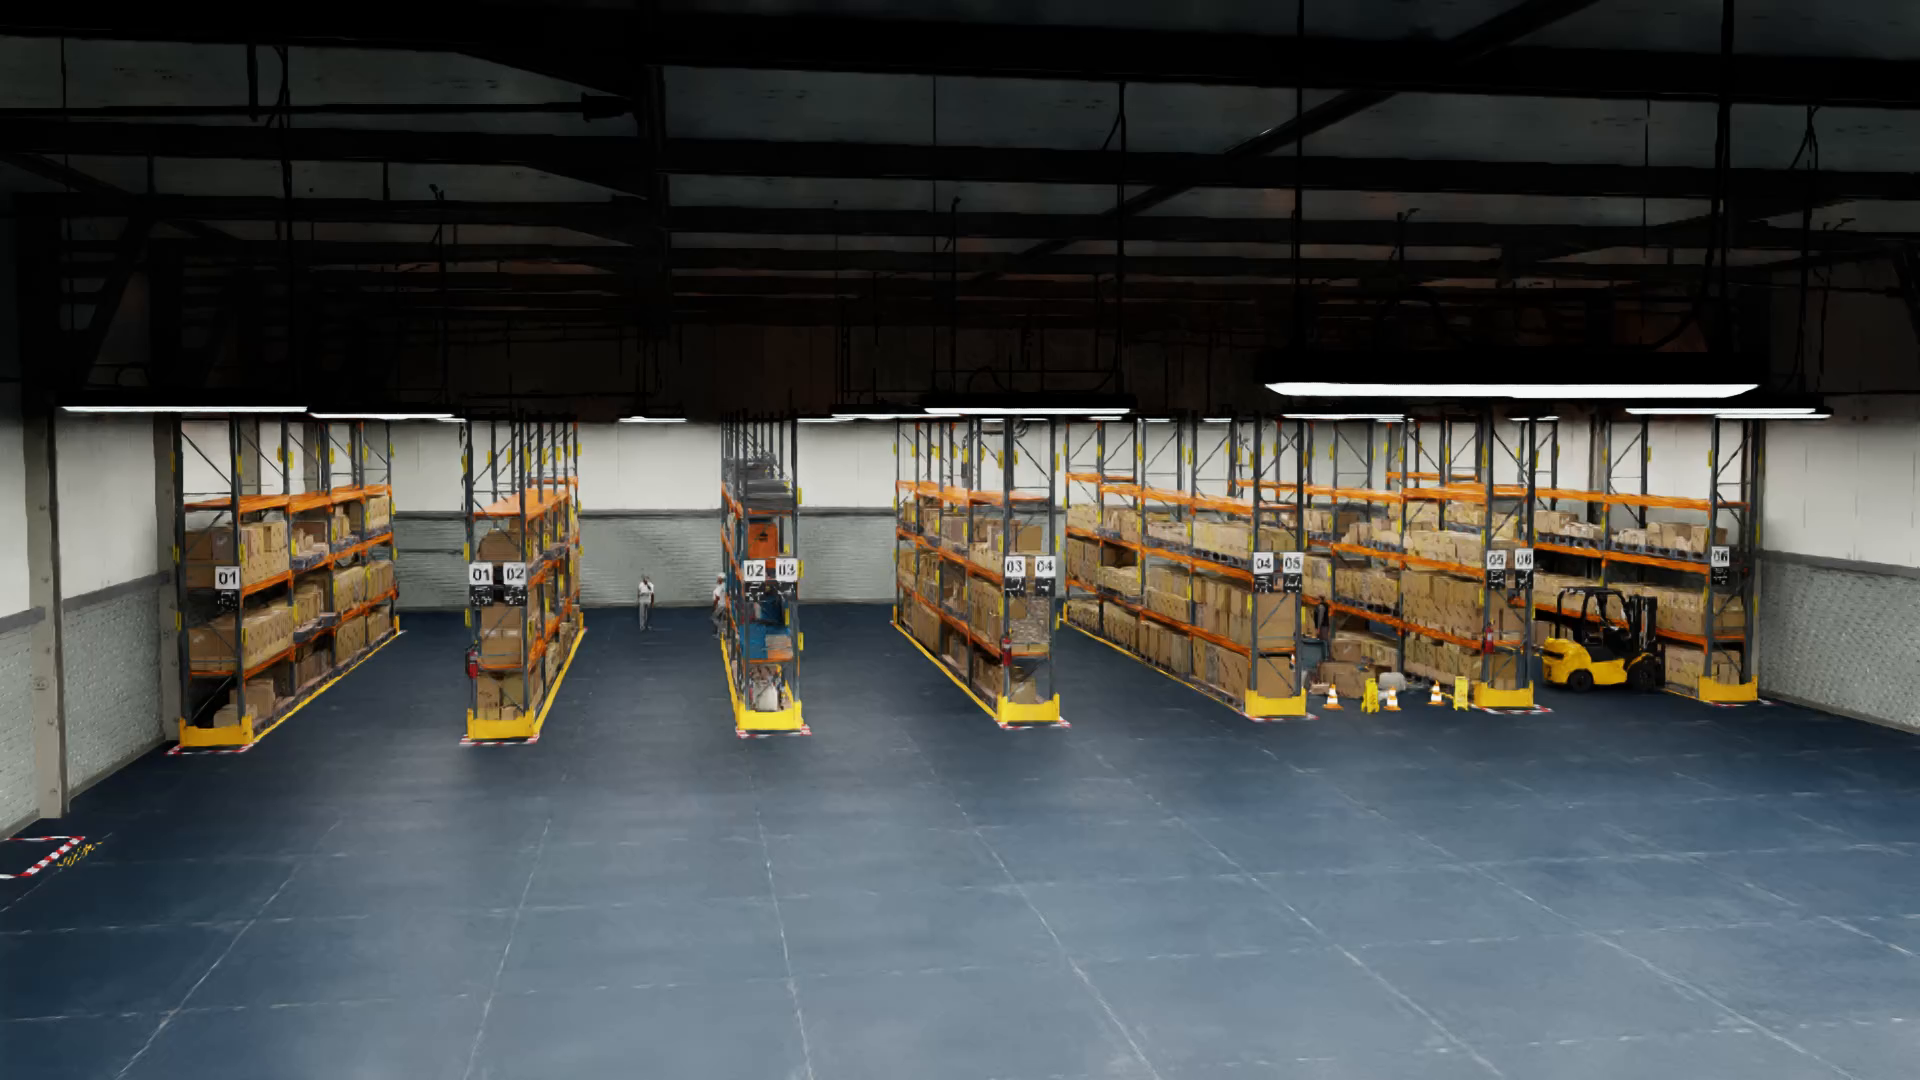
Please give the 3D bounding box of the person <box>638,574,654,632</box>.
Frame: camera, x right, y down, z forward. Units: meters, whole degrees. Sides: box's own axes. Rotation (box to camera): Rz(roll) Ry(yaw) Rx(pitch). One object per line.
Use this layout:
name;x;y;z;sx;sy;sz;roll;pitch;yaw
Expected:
person;-8.670;1.704;45.925;0.437;1.587;1.078;-1;4;-11

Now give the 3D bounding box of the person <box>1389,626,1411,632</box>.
person;12.133;1.694;45.837;0.562;1.637;0.594;1;4;10

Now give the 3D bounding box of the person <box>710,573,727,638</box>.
person;-6.409;1.745;44.211;0.551;1.759;0.651;1;4;10

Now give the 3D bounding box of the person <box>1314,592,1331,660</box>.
person;8.567;2.090;39.566;0.586;1.718;0.639;1;4;15
